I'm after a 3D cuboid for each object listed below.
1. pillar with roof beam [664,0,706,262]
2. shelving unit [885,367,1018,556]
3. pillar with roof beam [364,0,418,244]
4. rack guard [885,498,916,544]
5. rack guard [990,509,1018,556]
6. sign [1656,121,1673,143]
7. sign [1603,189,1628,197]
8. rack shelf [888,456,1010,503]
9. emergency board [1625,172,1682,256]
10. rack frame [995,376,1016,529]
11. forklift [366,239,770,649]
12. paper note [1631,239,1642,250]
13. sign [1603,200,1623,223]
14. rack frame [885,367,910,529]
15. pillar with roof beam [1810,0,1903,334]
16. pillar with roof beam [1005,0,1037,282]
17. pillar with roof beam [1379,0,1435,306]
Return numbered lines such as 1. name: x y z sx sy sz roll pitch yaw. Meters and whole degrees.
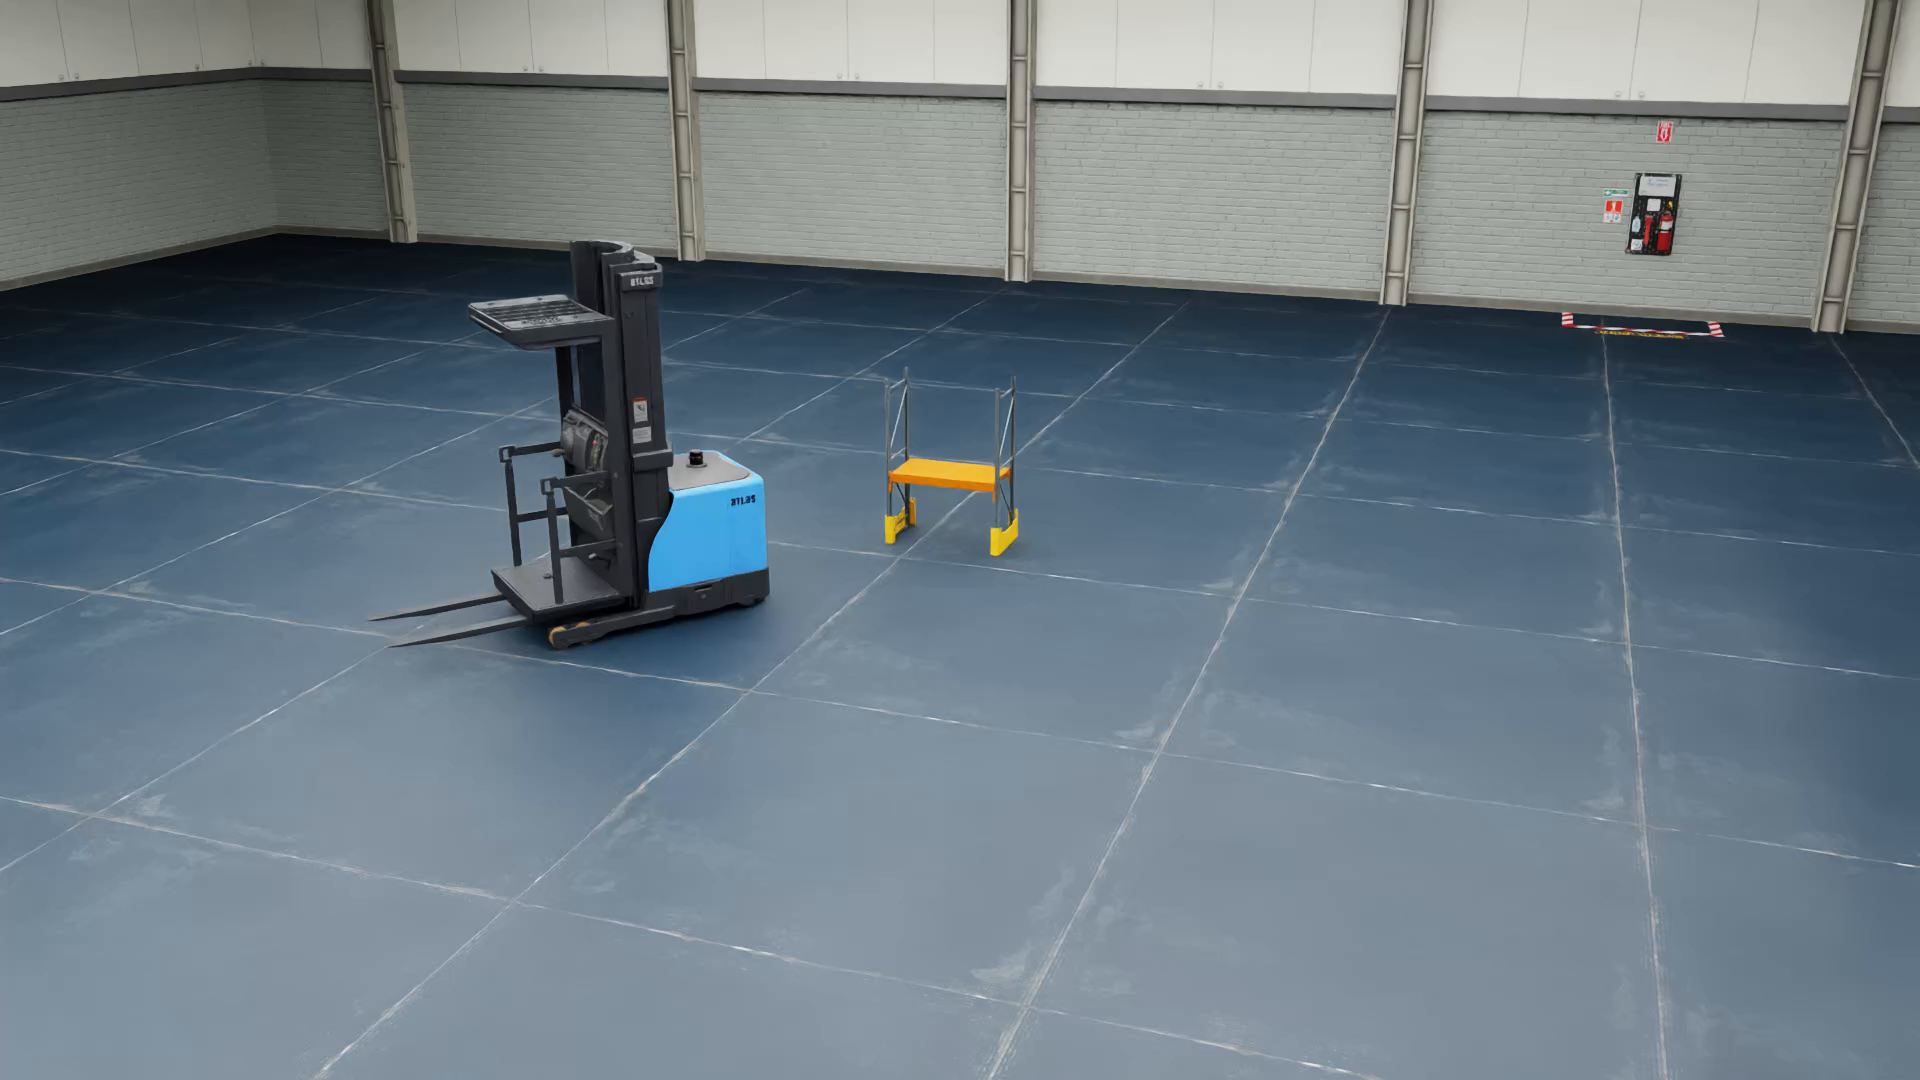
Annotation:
1. pillar with roof beam: -6.112 -7.829 23.863 0.400 9.000 9.100 7 20 18
2. shelving unit: -0.072 -0.716 14.853 1.083 1.500 0.587 7 20 18
3. pillar with roof beam: -11.779 -8.477 25.723 0.400 9.000 9.100 7 20 18
4. rack guard: -0.542 -0.180 15.213 0.087 0.250 0.587 7 20 18
5. rack guard: 0.398 -0.072 14.904 0.087 0.250 0.587 7 20 18
6. sign: 10.008 -5.795 23.623 0.199 0.298 0.001 7 20 18
7. sign: 9.495 -5.024 24.074 0.331 0.109 0.001 7 20 18
8. rack shelf: -0.081 -0.548 14.915 1.000 0.185 0.538 7 20 18
9. emergency board: 9.983 -4.669 23.913 0.643 1.169 0.194 7 20 18
10. rack frame: 0.400 -0.663 14.698 0.032 1.500 0.500 7 20 18
11. forklift: -3.076 -0.749 12.773 3.031 2.935 1.130 -12 22 -30
12. paper note: 9.838 -4.293 24.174 0.142 0.148 0.016 7 20 18
13. sign: 9.494 -4.777 24.170 0.234 0.329 0.001 7 20 18
14. rack frame: -0.561 -0.772 15.013 0.032 1.500 0.500 7 20 18
15. pillar with roof beam: 10.892 -5.884 18.286 0.400 9.000 9.100 7 20 18
16. pillar with roof beam: -0.444 -7.180 22.004 0.400 9.000 9.100 7 20 18
17. pillar with roof beam: 5.224 -6.532 20.145 0.400 9.000 9.100 7 20 18
